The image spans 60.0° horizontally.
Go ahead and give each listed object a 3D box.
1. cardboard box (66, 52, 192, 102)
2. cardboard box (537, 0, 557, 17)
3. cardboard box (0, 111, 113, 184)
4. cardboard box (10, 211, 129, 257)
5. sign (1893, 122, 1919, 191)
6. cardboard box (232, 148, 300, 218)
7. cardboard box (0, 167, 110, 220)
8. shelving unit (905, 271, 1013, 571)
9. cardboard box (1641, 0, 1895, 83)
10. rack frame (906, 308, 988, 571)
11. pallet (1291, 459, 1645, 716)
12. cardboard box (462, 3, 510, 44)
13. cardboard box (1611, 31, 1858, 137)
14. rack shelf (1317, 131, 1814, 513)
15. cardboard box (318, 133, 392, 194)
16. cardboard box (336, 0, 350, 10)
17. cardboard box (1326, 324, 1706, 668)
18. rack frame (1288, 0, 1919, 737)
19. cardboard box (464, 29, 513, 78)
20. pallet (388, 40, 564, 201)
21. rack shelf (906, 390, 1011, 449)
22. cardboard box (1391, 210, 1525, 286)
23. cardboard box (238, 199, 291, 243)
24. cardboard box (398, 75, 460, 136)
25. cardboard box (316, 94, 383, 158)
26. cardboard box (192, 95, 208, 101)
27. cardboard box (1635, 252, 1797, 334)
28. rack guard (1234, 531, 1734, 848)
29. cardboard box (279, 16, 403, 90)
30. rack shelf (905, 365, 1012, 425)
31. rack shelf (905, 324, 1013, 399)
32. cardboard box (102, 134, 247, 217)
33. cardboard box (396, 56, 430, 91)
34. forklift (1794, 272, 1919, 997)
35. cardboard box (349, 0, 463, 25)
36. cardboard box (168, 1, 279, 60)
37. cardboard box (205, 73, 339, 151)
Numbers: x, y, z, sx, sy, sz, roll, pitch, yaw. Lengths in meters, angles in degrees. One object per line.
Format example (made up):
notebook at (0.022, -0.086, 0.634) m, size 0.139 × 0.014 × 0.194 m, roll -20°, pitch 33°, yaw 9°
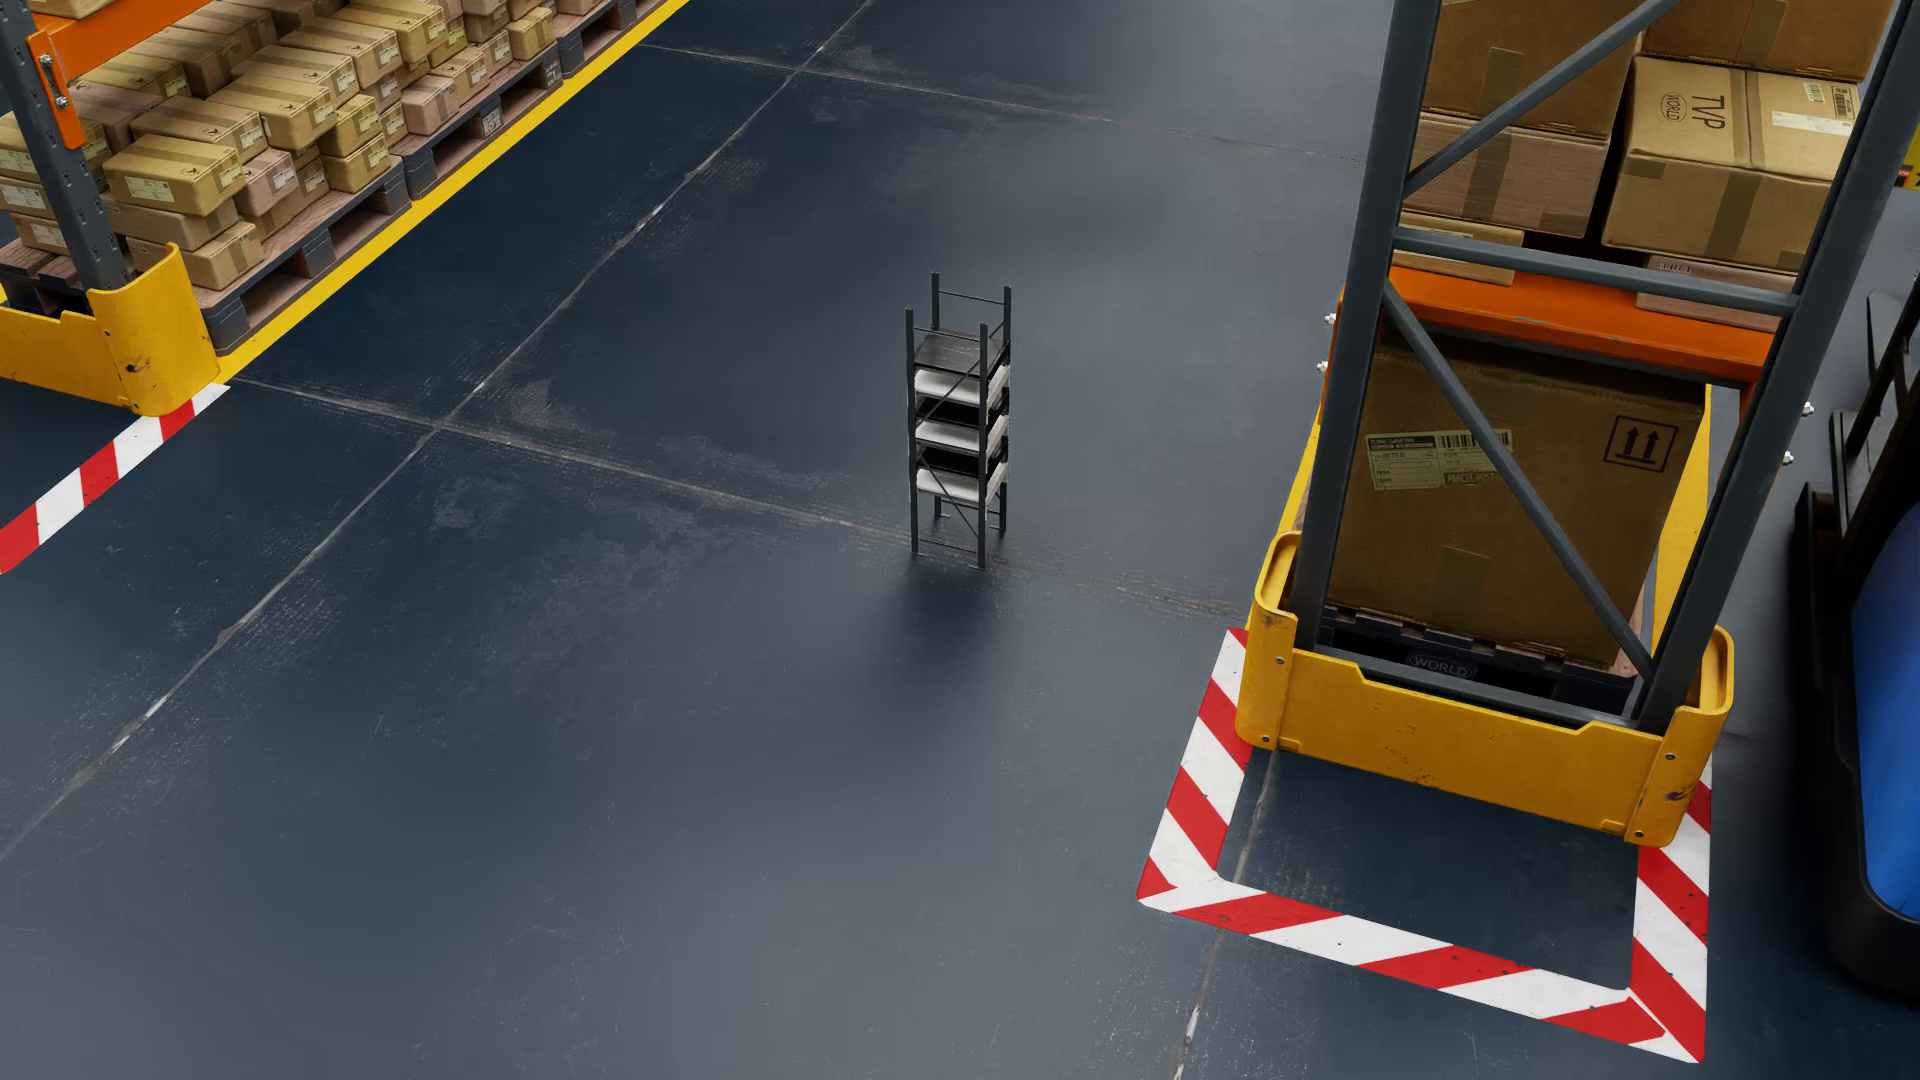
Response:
cardboard box at (-3.212, -1.749, 6.403) m, size 0.380 × 0.149 × 0.250 m, roll 12°, pitch 42°, yaw 14°
cardboard box at (-2.111, -2.492, 7.733) m, size 0.380 × 0.149 × 0.250 m, roll 12°, pitch 42°, yaw 14°
cardboard box at (-3.321, -1.422, 6.020) m, size 0.380 × 0.149 × 0.250 m, roll 14°, pitch 42°, yaw 16°
cardboard box at (-3.280, -1.184, 6.199) m, size 0.380 × 0.149 × 0.250 m, roll 14°, pitch 42°, yaw 16°
sign at (1.882, -0.811, 3.162) m, size 0.100 × 0.325 × 0.005 m, roll 13°, pitch 42°, yaw 15°
cardboard box at (-2.697, -1.347, 6.161) m, size 0.380 × 0.149 × 0.250 m, roll 13°, pitch 42°, yaw 15°
cardboard box at (-3.351, -1.315, 6.124) m, size 0.380 × 0.149 × 0.250 m, roll 12°, pitch 42°, yaw 14°
shelving unit at (-0.003, -0.337, 4.952) m, size 0.258 × 0.900 × 0.210 m, roll 13°, pitch 42°, yaw 15°
cardboard box at (1.952, -1.458, 3.956) m, size 0.500 × 0.500 × 0.500 m, roll 12°, pitch 42°, yaw 14°
rack frame at (-0.038, -0.275, 4.879) m, size 0.240 × 0.900 × 0.006 m, roll 13°, pitch 42°, yaw 15°
pallet at (1.563, -0.023, 5.114) m, size 1.003 × 0.211 × 1.213 m, roll 13°, pitch 42°, yaw 15°
cardboard box at (-2.218, -2.322, 7.304) m, size 0.380 × 0.149 × 0.250 m, roll 11°, pitch 42°, yaw 13°
cardboard box at (1.952, -1.186, 4.216) m, size 0.500 × 0.250 × 0.500 m, roll 13°, pitch 42°, yaw 15°
rack shelf at (2.047, -1.525, 5.281) m, size 1.077 × 0.370 × 4.000 m, roll 13°, pitch 42°, yaw 15°
cardboard box at (-2.502, -1.527, 6.602) m, size 0.380 × 0.149 × 0.250 m, roll 14°, pitch 42°, yaw 16°
cardboard box at (-2.767, -2.371, 7.132) m, size 0.380 × 0.149 × 0.250 m, roll 13°, pitch 42°, yaw 15°
cardboard box at (1.506, -0.338, 4.649) m, size 0.875 × 0.875 × 0.875 m, roll 13°, pitch 42°, yaw 15°
rack frame at (1.363, -0.579, 3.617) m, size 1.000 × 3.000 × 0.127 m, roll 13°, pitch 42°, yaw 15°
cardboard box at (-2.216, -2.166, 7.350) m, size 0.380 × 0.149 × 0.250 m, roll 14°, pitch 42°, yaw 16°
pallet at (-2.508, -1.956, 7.380) m, size 1.003 × 0.211 × 1.213 m, roll 13°, pitch 42°, yaw 15°
rack shelf at (-0.003, -0.381, 4.915) m, size 0.258 × 0.077 × 0.200 m, roll 13°, pitch 42°, yaw 15°
cardboard box at (1.175, -0.773, 4.039) m, size 0.380 × 0.149 × 0.250 m, roll 14°, pitch 42°, yaw 16°
cardboard box at (-2.771, -1.243, 6.269) m, size 0.380 × 0.149 × 0.250 m, roll 13°, pitch 42°, yaw 15°
cardboard box at (-2.338, -1.837, 6.965) m, size 0.380 × 0.149 × 0.250 m, roll 11°, pitch 42°, yaw 13°
cardboard box at (-2.506, -1.648, 6.514) m, size 0.380 × 0.149 × 0.250 m, roll 15°, pitch 43°, yaw 16°
cardboard box at (-2.987, -1.773, 6.661) m, size 0.380 × 0.149 × 0.250 m, roll 13°, pitch 42°, yaw 15°
cardboard box at (1.794, -0.626, 3.867) m, size 0.380 × 0.149 × 0.250 m, roll 14°, pitch 42°, yaw 16°
rack guard at (1.354, 0.387, 4.411) m, size 1.175 × 0.500 × 0.348 m, roll 13°, pitch 42°, yaw 15°
cardboard box at (-2.467, -1.944, 6.632) m, size 0.380 × 0.149 × 0.250 m, roll 15°, pitch 43°, yaw 17°
rack shelf at (-0.003, -0.449, 4.857) m, size 0.258 × 0.077 × 0.200 m, roll 13°, pitch 42°, yaw 15°
rack shelf at (-0.003, -0.517, 4.799) m, size 0.258 × 0.077 × 0.200 m, roll 13°, pitch 42°, yaw 15°
cardboard box at (-2.765, -1.287, 5.862) m, size 0.380 × 0.149 × 0.250 m, roll 11°, pitch 42°, yaw 13°
cardboard box at (-2.451, -2.006, 6.933) m, size 0.380 × 0.149 × 0.250 m, roll 15°, pitch 43°, yaw 17°
forklift at (3.066, -0.844, 3.981) m, size 1.130 × 2.935 × 3.031 m, roll 13°, pitch 42°, yaw 15°
cardboard box at (-2.338, -2.269, 7.012) m, size 0.380 × 0.149 × 0.250 m, roll 13°, pitch 42°, yaw 15°
cardboard box at (-3.024, -2.069, 6.778) m, size 0.380 × 0.149 × 0.250 m, roll 15°, pitch 43°, yaw 17°
cardboard box at (-2.578, -1.607, 6.237) m, size 0.380 × 0.149 × 0.250 m, roll 13°, pitch 42°, yaw 15°
